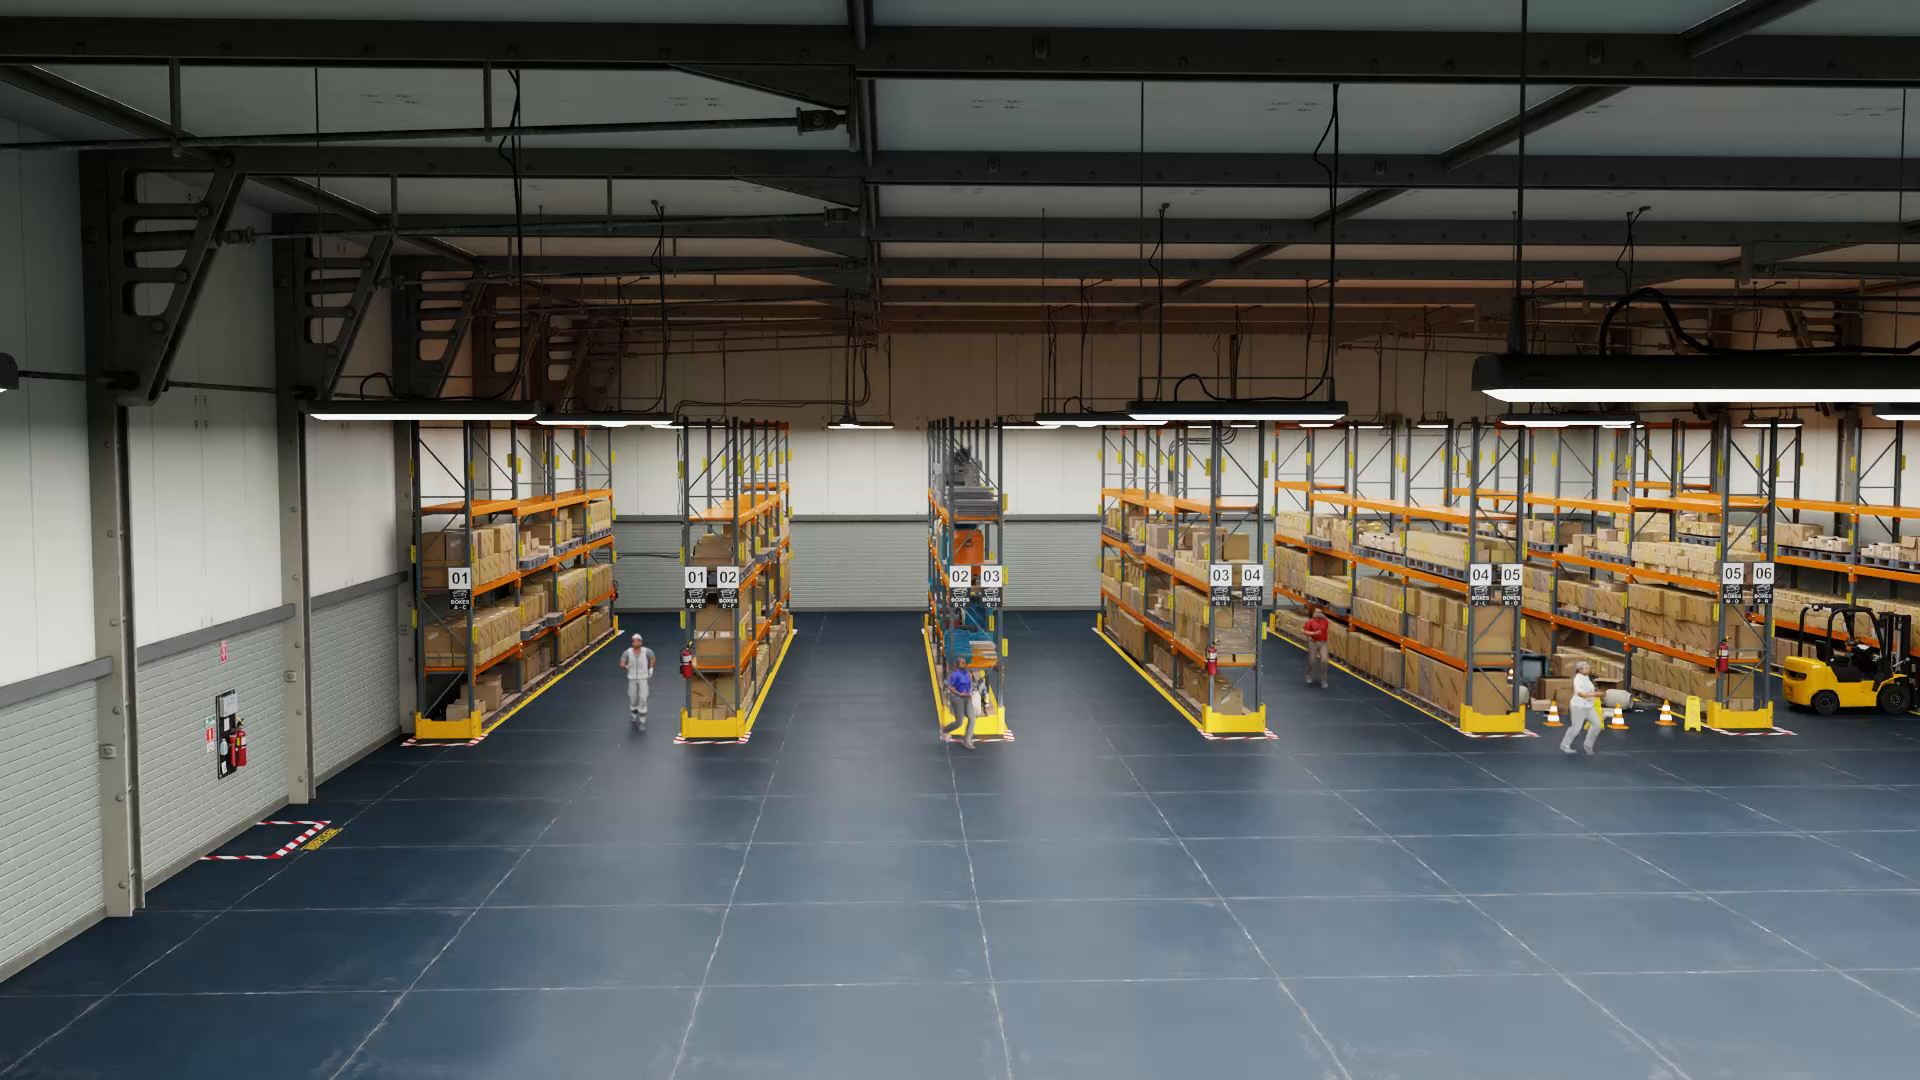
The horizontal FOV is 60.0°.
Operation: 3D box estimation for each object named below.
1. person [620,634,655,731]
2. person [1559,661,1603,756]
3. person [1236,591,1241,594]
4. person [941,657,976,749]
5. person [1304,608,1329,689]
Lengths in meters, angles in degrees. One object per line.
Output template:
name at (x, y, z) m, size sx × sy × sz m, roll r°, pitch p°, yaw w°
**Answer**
person at (-6.230, 2.734, 32.101) m, size 0.648 × 1.857 × 0.764 m, roll 0°, pitch 4°, yaw -4°
person at (10.982, 2.992, 29.326) m, size 0.721 × 1.724 × 0.590 m, roll 3°, pitch 5°, yaw 42°
person at (7.794, 1.800, 47.982) m, size 0.647 × 1.646 × 0.750 m, roll 2°, pitch 4°, yaw 30°
person at (-0.011, 2.958, 30.173) m, size 0.721 × 1.668 × 0.584 m, roll 3°, pitch 5°, yaw 41°
person at (8.025, 2.415, 37.421) m, size 0.664 × 1.793 × 0.847 m, roll 0°, pitch 4°, yaw -6°
